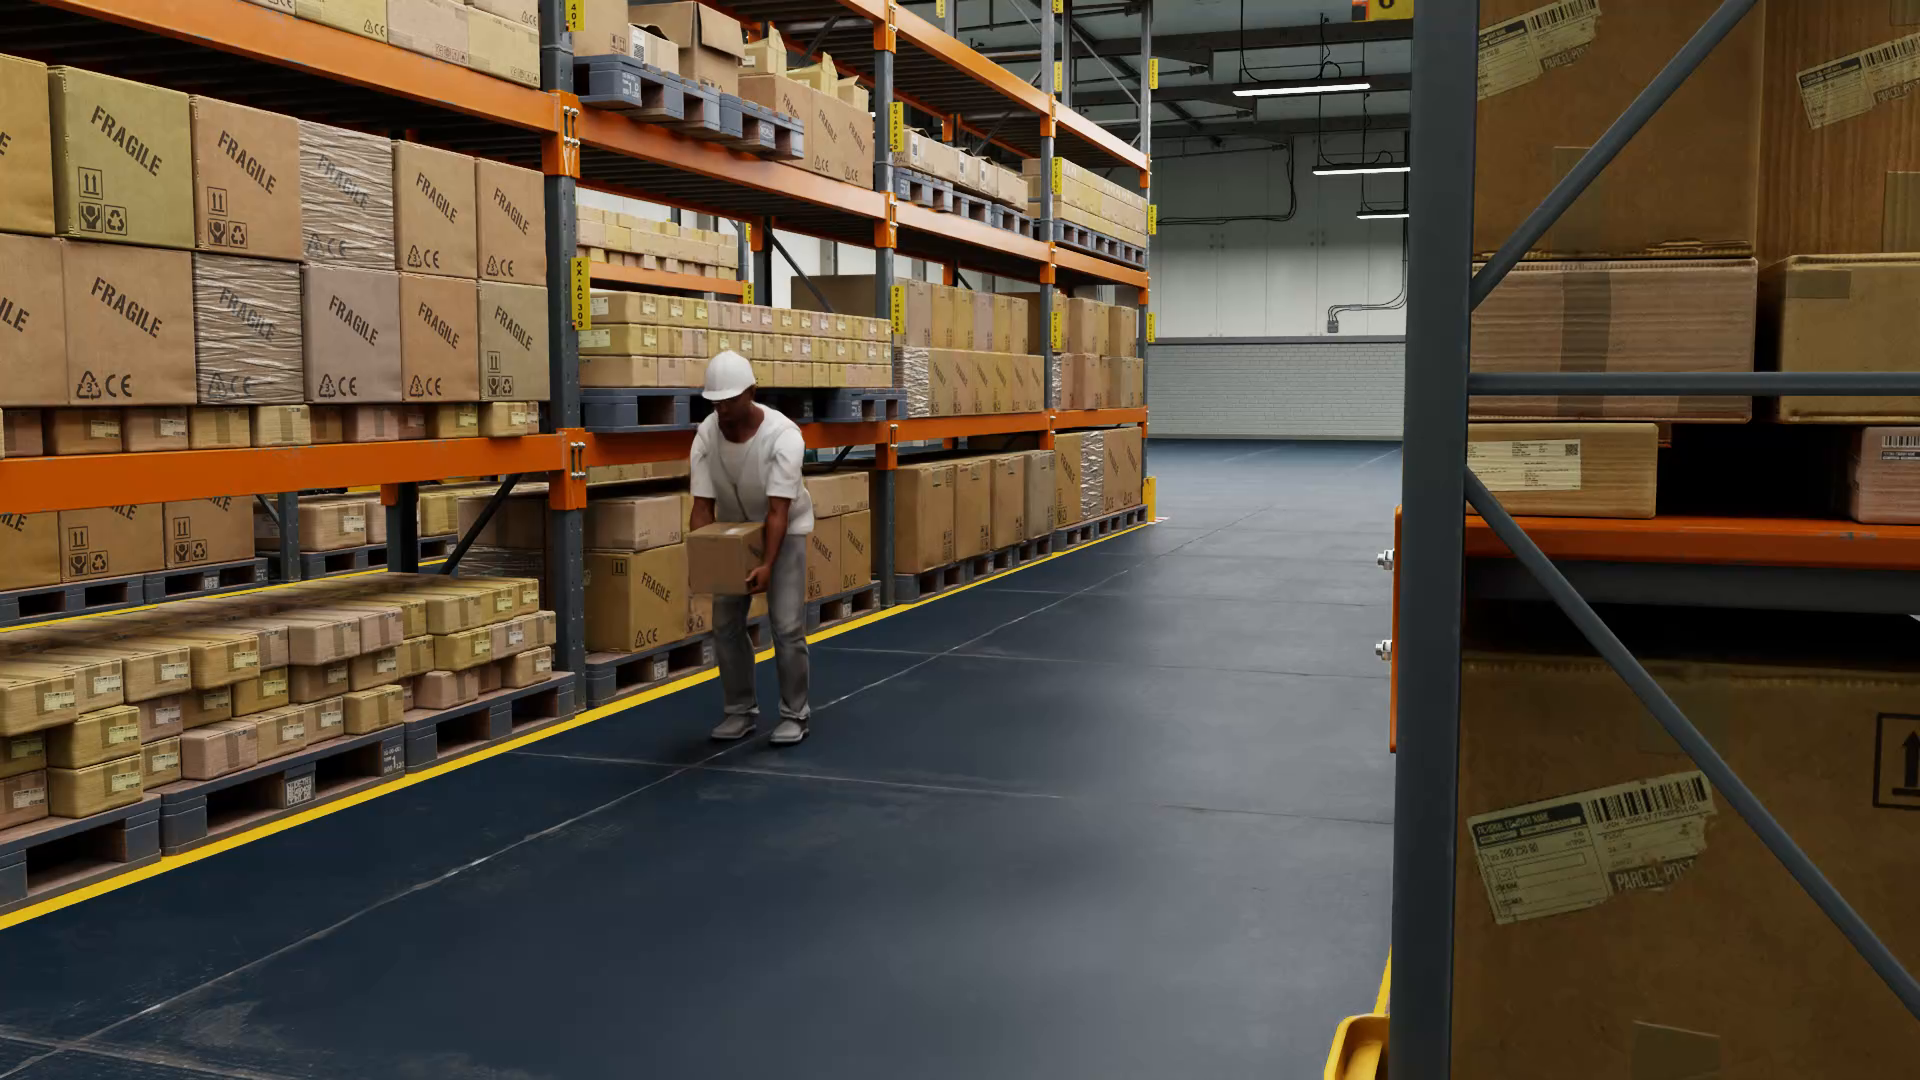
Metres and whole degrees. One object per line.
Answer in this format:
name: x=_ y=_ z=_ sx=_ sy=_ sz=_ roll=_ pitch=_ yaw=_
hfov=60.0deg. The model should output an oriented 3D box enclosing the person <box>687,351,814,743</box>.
person: x=-0.881 y=0.042 z=7.002 sx=0.483 sy=1.656 sz=0.695 roll=2 pitch=5 yaw=18
